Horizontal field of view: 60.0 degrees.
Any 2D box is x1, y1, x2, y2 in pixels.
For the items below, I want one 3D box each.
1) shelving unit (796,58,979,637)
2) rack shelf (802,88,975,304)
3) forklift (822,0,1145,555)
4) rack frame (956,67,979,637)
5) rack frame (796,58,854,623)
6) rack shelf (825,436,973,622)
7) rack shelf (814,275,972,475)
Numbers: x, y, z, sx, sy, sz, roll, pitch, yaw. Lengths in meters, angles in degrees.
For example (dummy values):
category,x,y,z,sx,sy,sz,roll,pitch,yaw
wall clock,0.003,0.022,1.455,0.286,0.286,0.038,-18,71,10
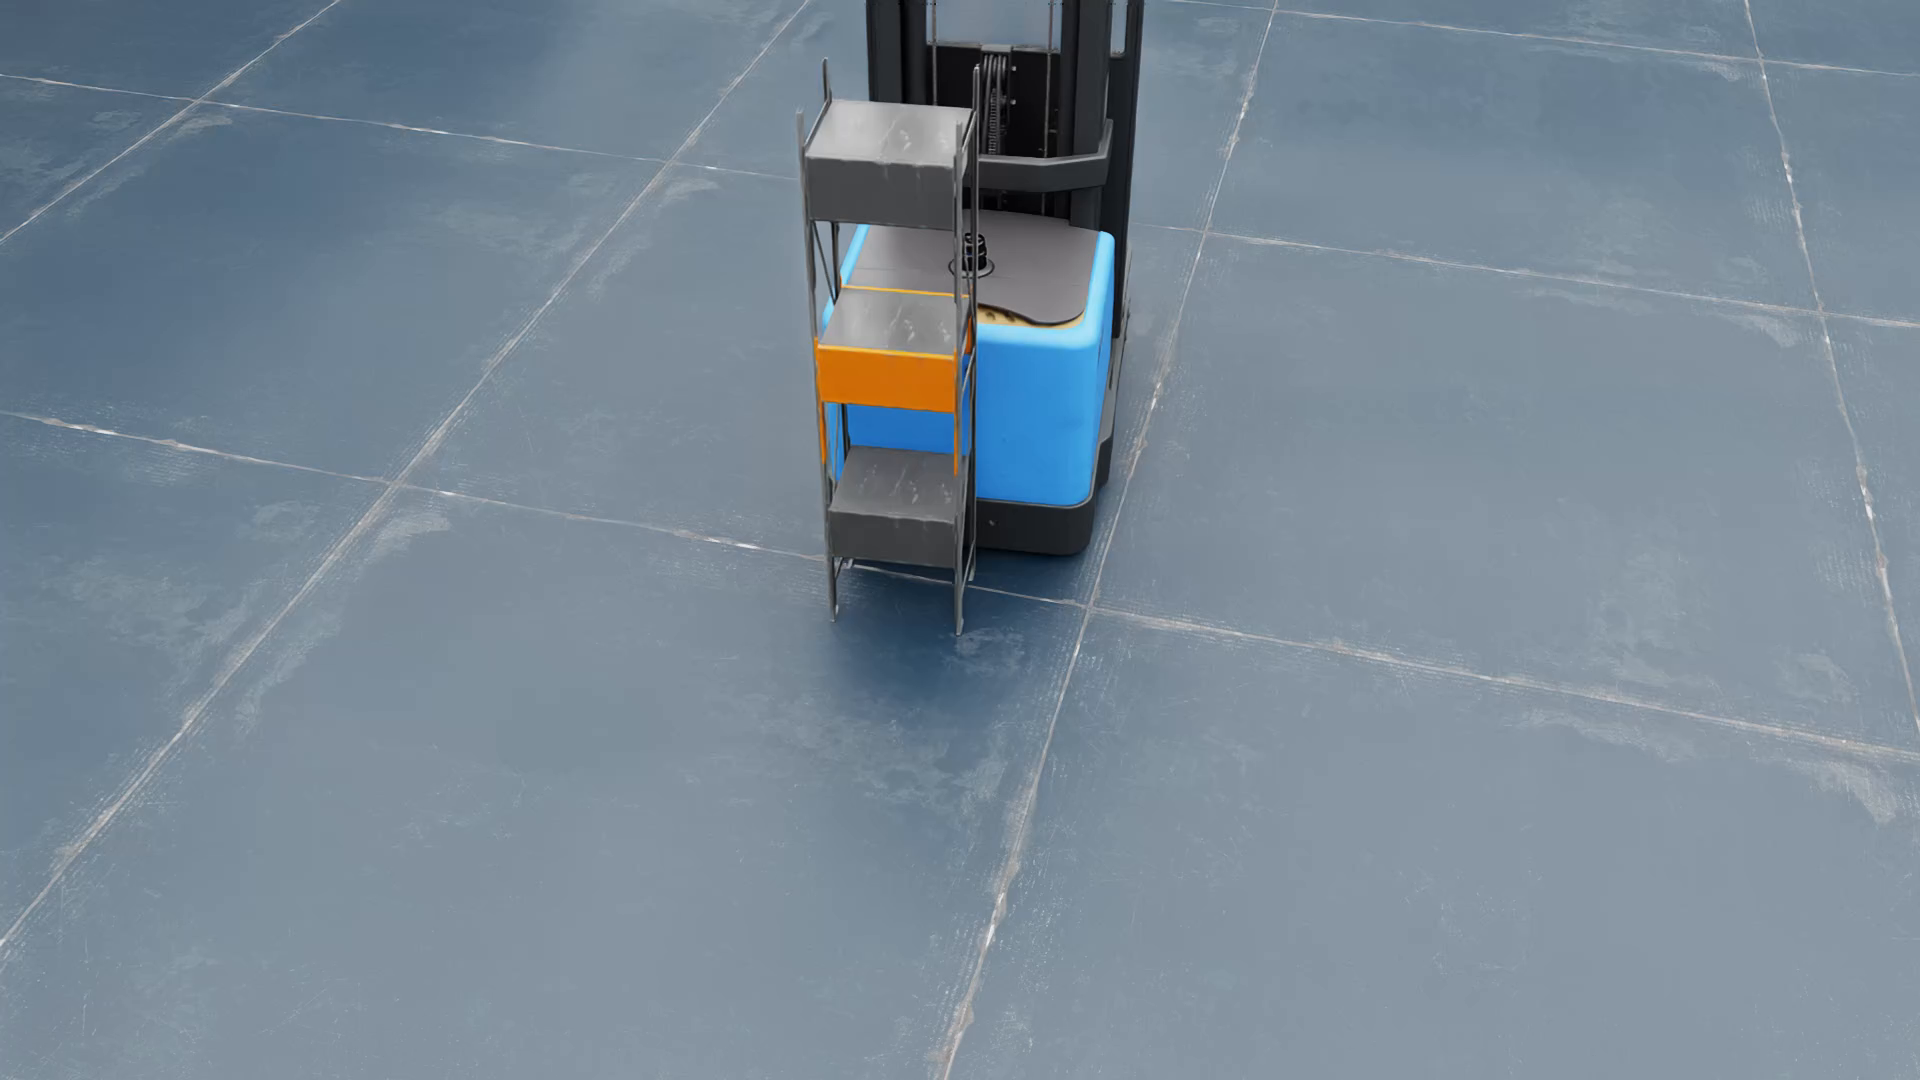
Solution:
category,x,y,z,sx,sy,sz,roll,pitch,yaw
shelving unit,-0.217,-0.589,5.818,0.503,2.100,0.431,6,40,7
rack shelf,-0.217,-1.114,5.377,0.480,0.518,0.431,6,40,7
forklift,0.211,-2.011,6.865,1.130,2.935,3.031,6,40,7
rack frame,0.024,-0.565,5.790,0.015,2.100,0.400,6,40,7
rack frame,-0.458,-0.612,5.847,0.015,2.100,0.400,6,40,7
rack shelf,-0.217,-0.042,6.277,0.480,0.518,0.431,6,40,7
rack shelf,-0.217,-0.578,5.827,0.480,0.518,0.431,6,40,7
